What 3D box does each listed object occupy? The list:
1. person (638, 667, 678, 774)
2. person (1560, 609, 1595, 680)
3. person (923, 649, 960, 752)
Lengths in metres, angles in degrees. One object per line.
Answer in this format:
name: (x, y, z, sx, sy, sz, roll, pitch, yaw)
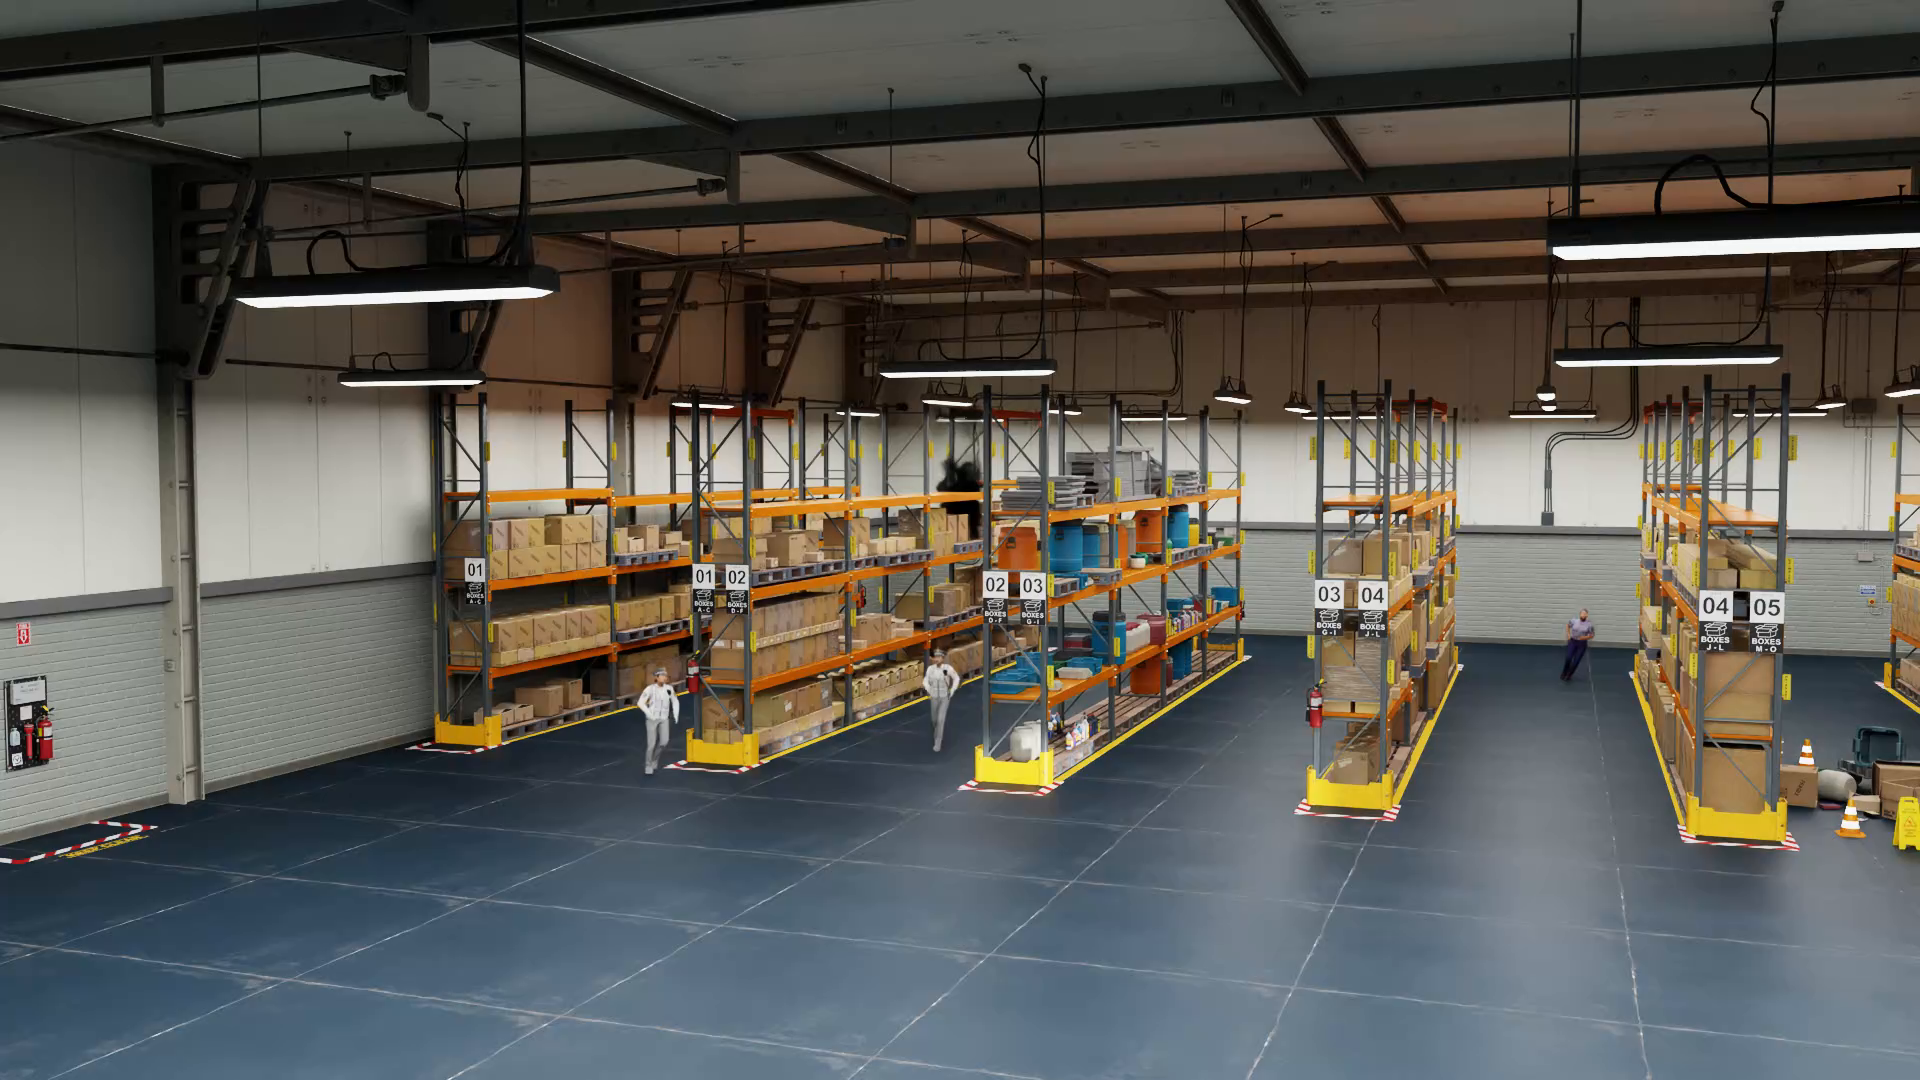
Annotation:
person: (-4.665, 2.804, 25.881, 0.683, 1.649, 0.489, -1, 3, -26)
person: (13.421, 2.281, 36.144, 0.687, 1.580, 0.563, 1, 3, 20)
person: (-0.323, 2.674, 28.112, 0.625, 1.702, 0.804, 1, 3, 13)
